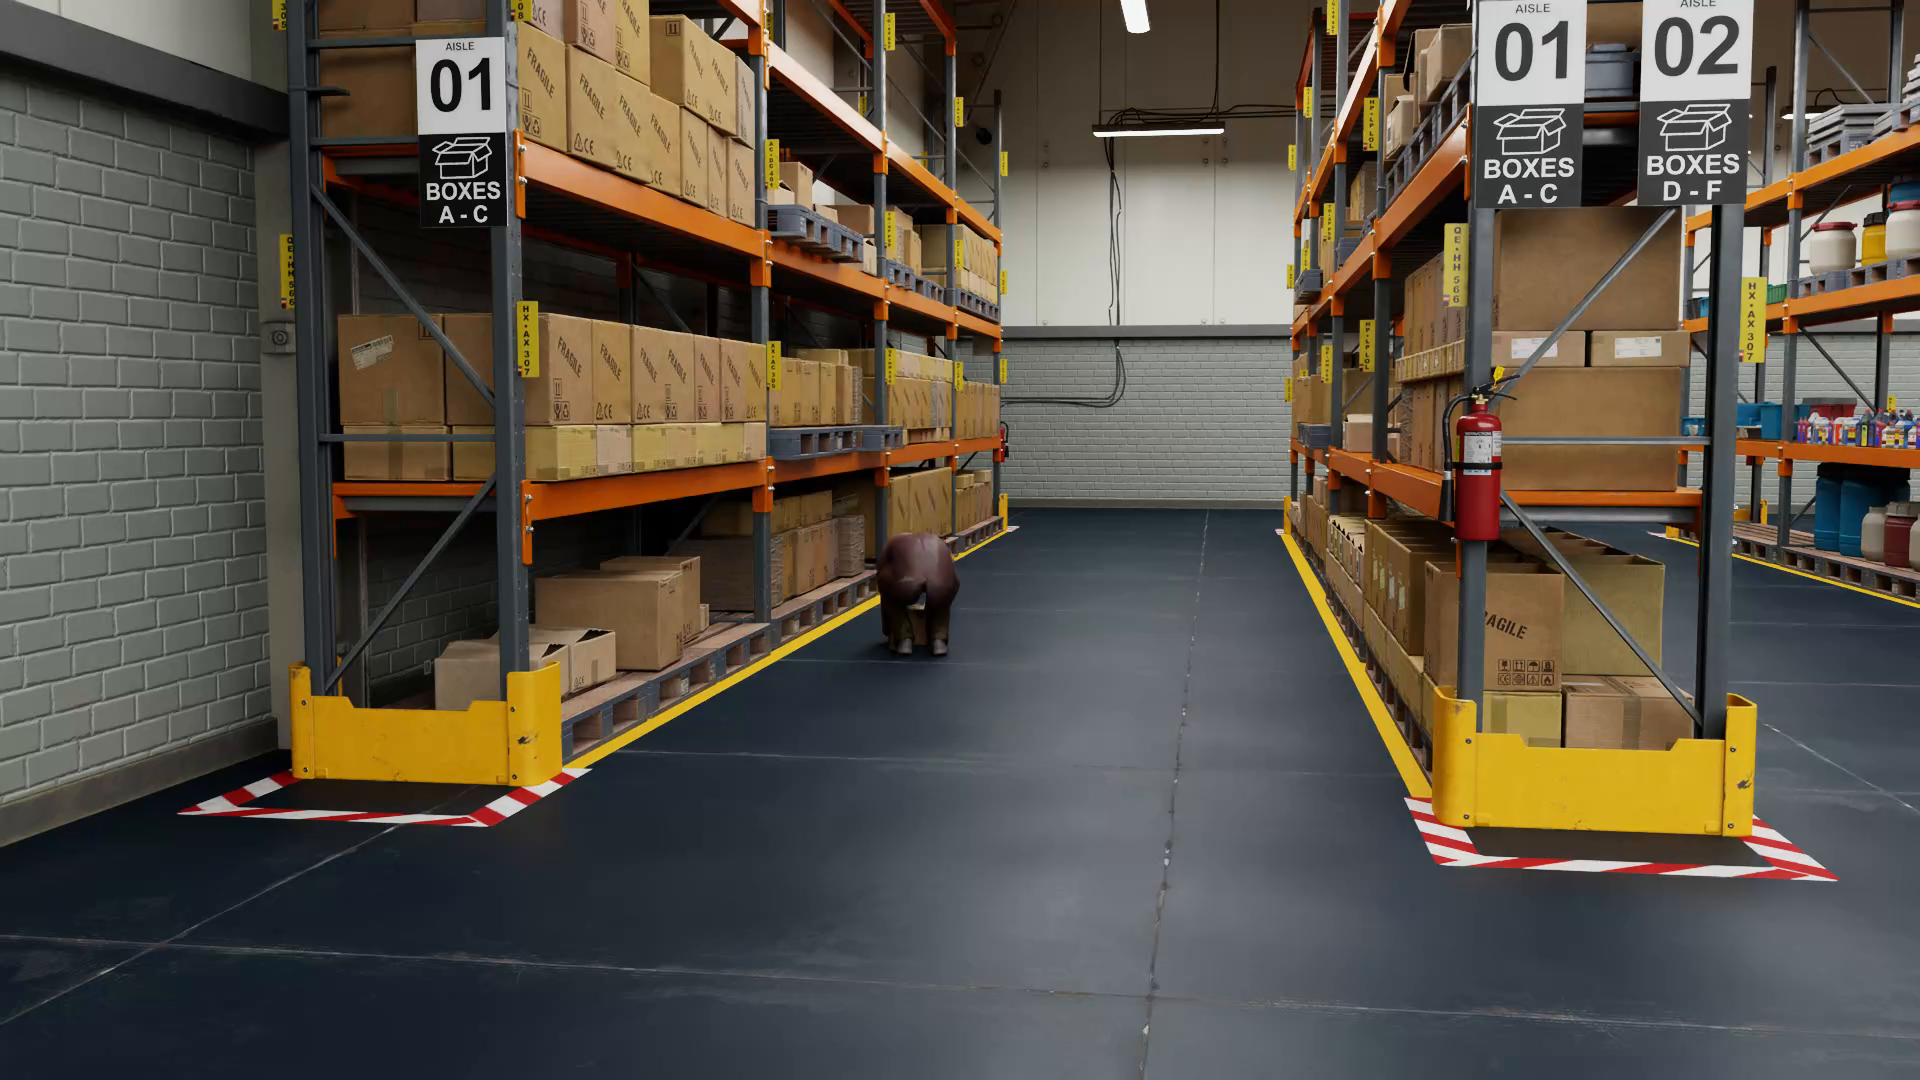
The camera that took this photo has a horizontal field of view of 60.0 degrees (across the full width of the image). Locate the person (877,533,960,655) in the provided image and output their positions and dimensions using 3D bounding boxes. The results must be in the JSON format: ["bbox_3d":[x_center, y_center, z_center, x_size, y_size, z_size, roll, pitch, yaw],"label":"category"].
[{"bbox_3d":[-0.293,0.365,11.389,0.571,0.815,0.978,-1,4,-7],"label":"person"}]
